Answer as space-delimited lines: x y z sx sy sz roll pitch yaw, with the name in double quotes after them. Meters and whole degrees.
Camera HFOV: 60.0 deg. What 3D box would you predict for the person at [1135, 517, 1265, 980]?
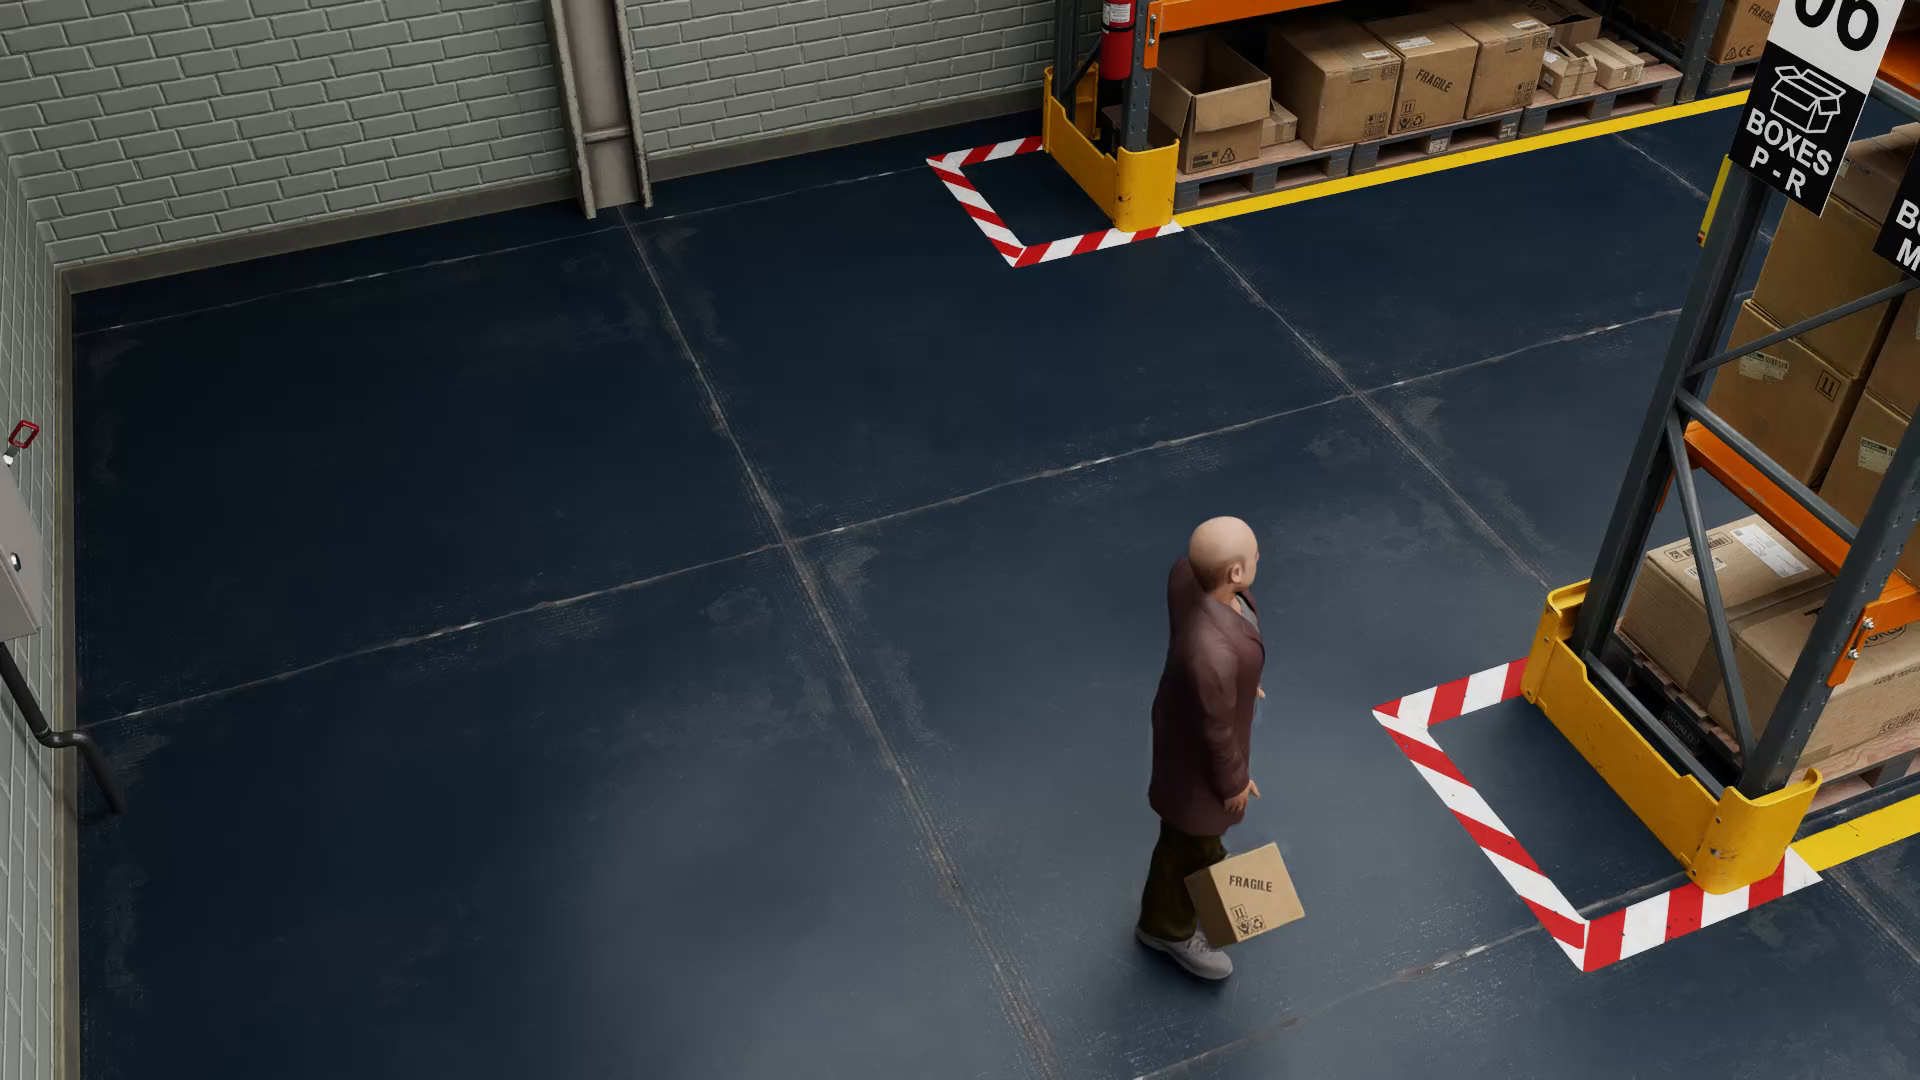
0.860 0.654 5.383 0.480 1.785 0.618 2 41 2 "person"
